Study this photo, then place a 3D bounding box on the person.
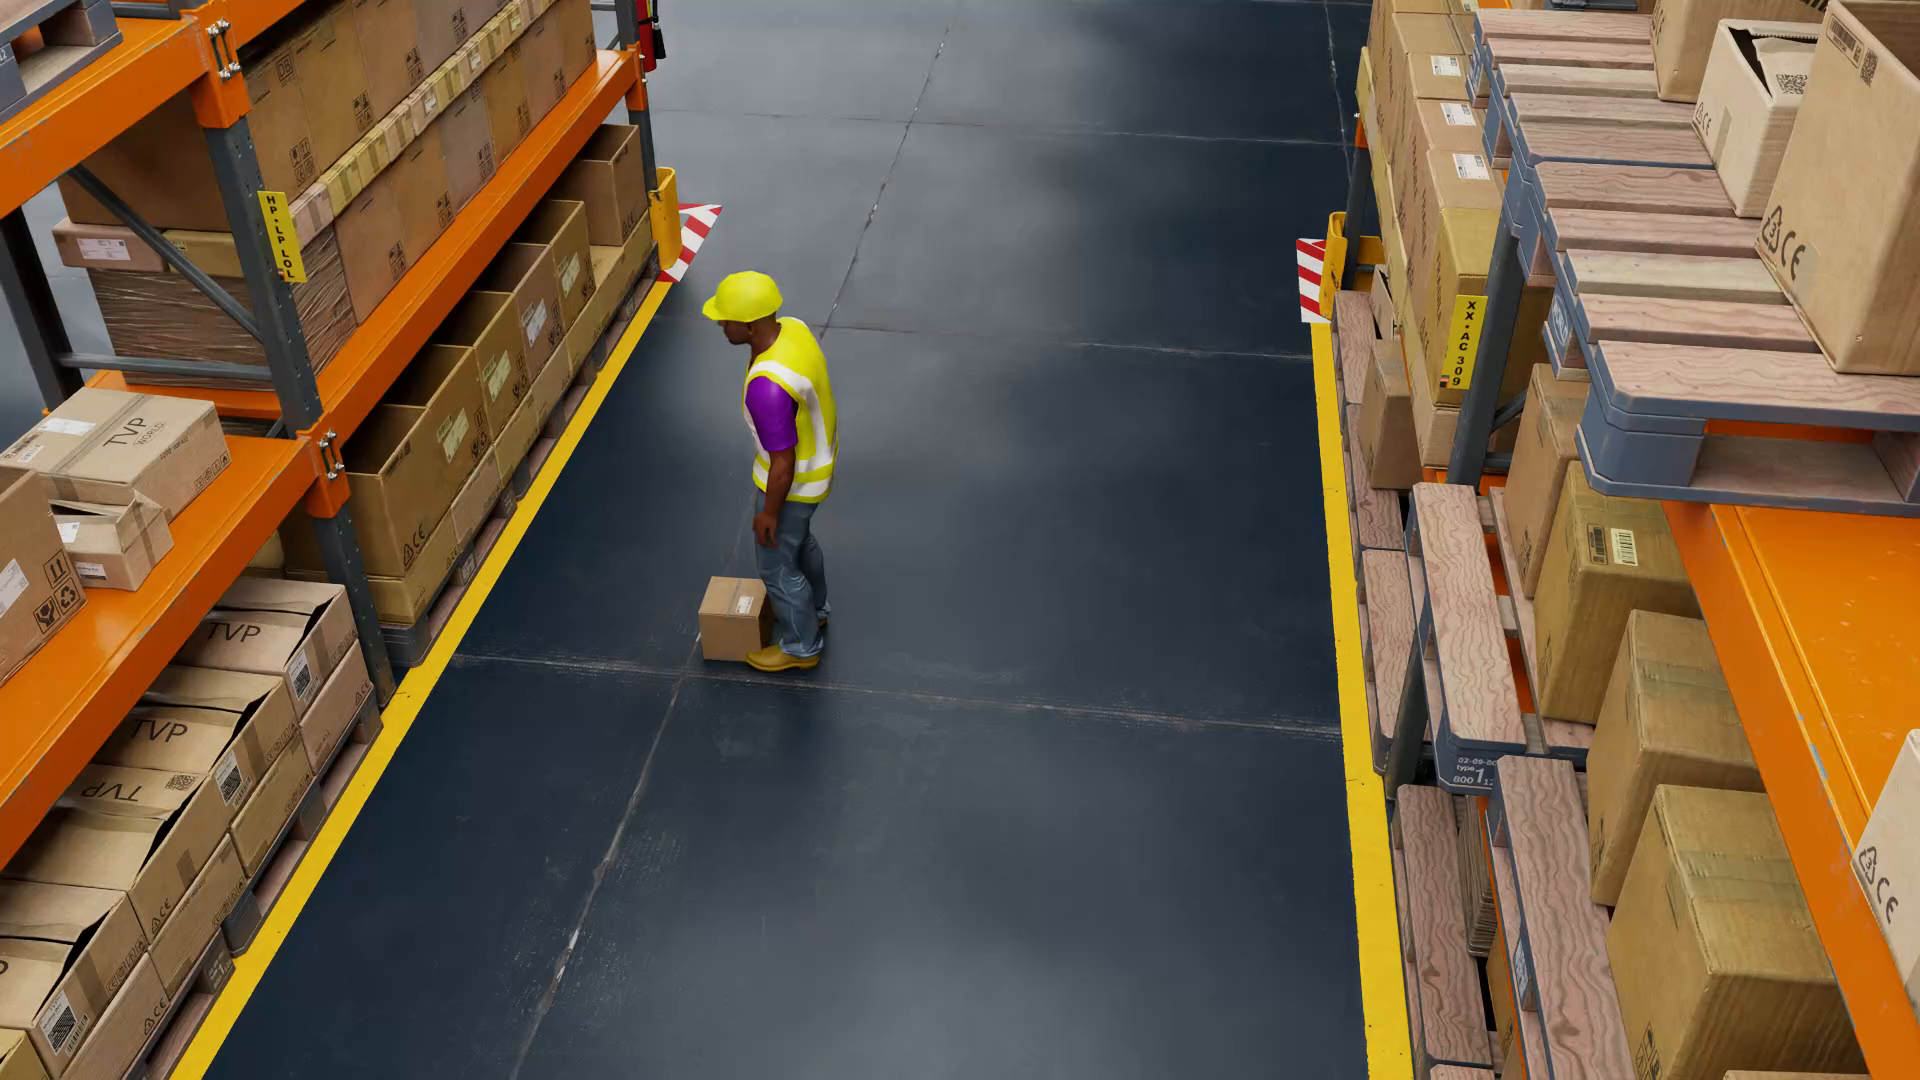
[{"bbox_3d":[-0.703,-0.261,6.493,0.461,1.759,0.632,2,36,3],"label":"person"}]
